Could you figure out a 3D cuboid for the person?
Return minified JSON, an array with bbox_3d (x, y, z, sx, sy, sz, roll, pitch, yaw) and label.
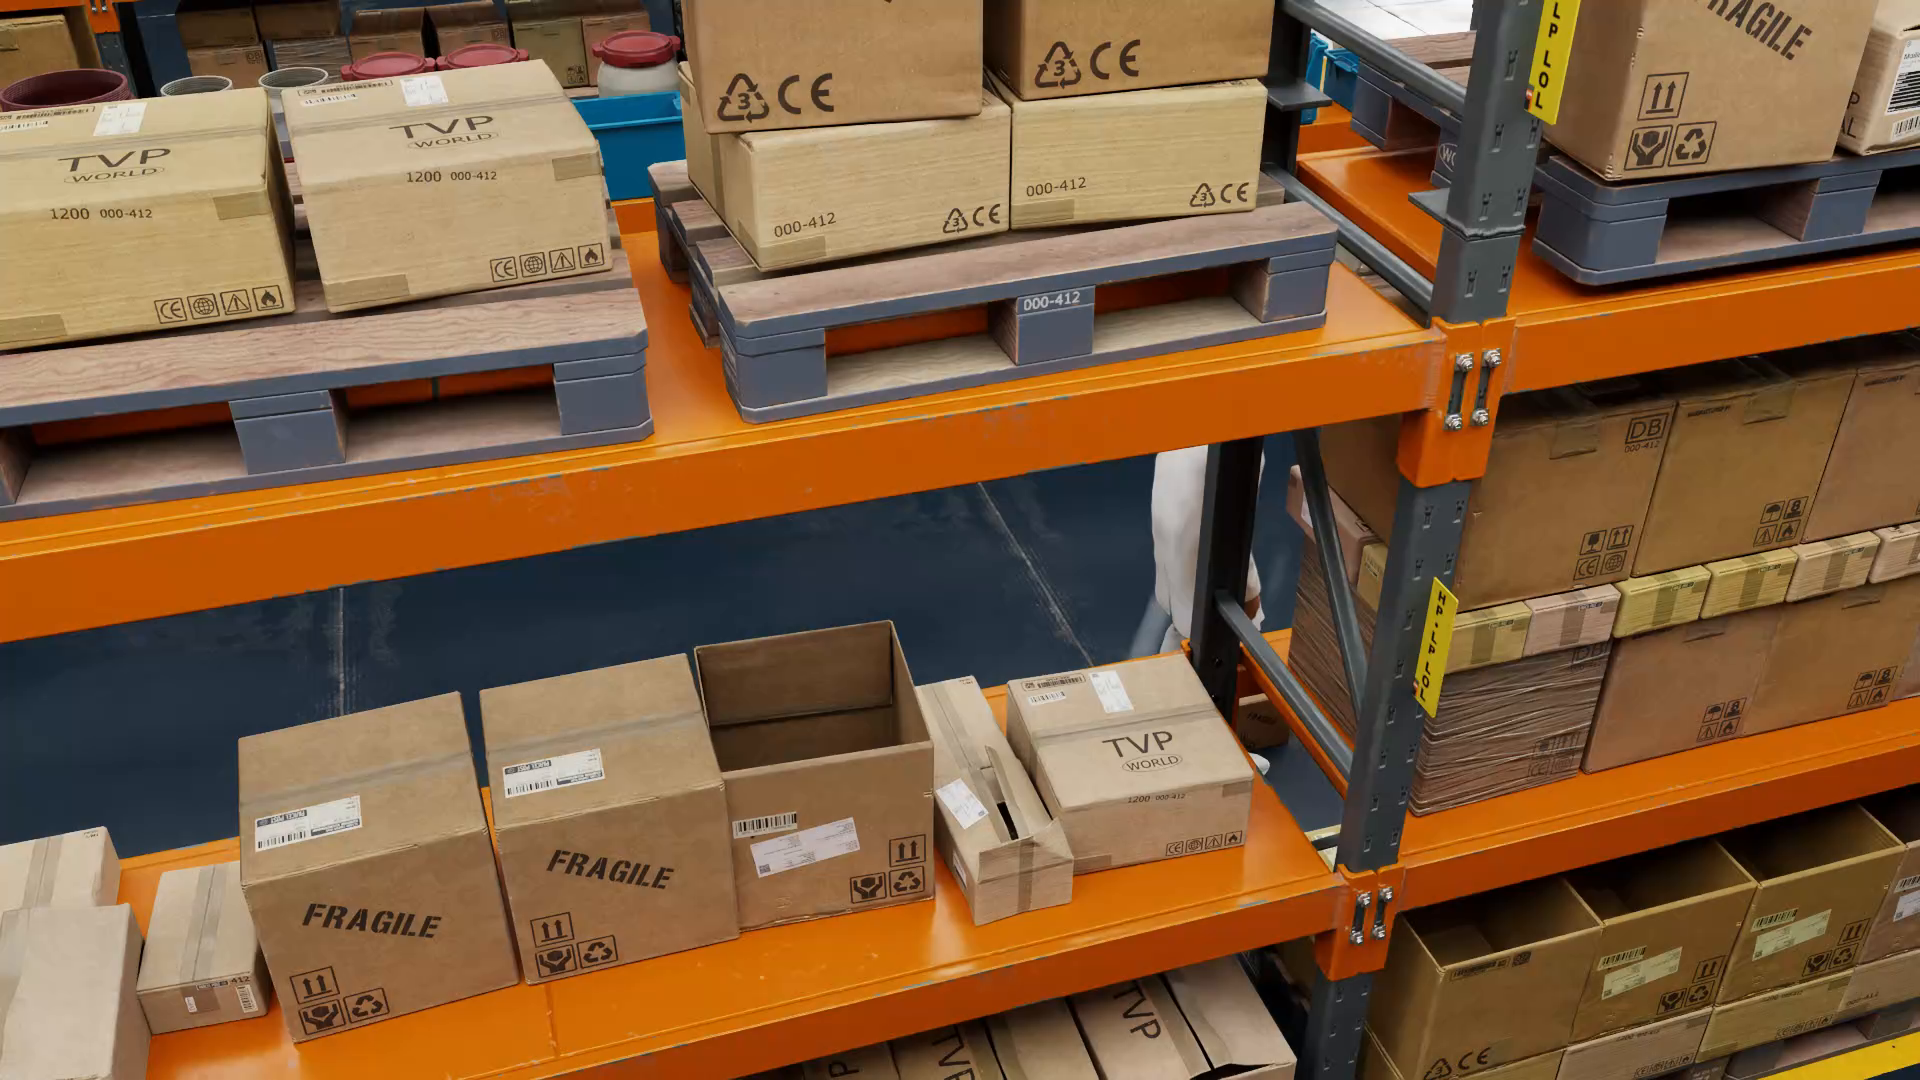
[{"bbox_3d":[0.911,0.065,6.057,0.425,1.773,0.640,-10,35,-15],"label":"person"}]
